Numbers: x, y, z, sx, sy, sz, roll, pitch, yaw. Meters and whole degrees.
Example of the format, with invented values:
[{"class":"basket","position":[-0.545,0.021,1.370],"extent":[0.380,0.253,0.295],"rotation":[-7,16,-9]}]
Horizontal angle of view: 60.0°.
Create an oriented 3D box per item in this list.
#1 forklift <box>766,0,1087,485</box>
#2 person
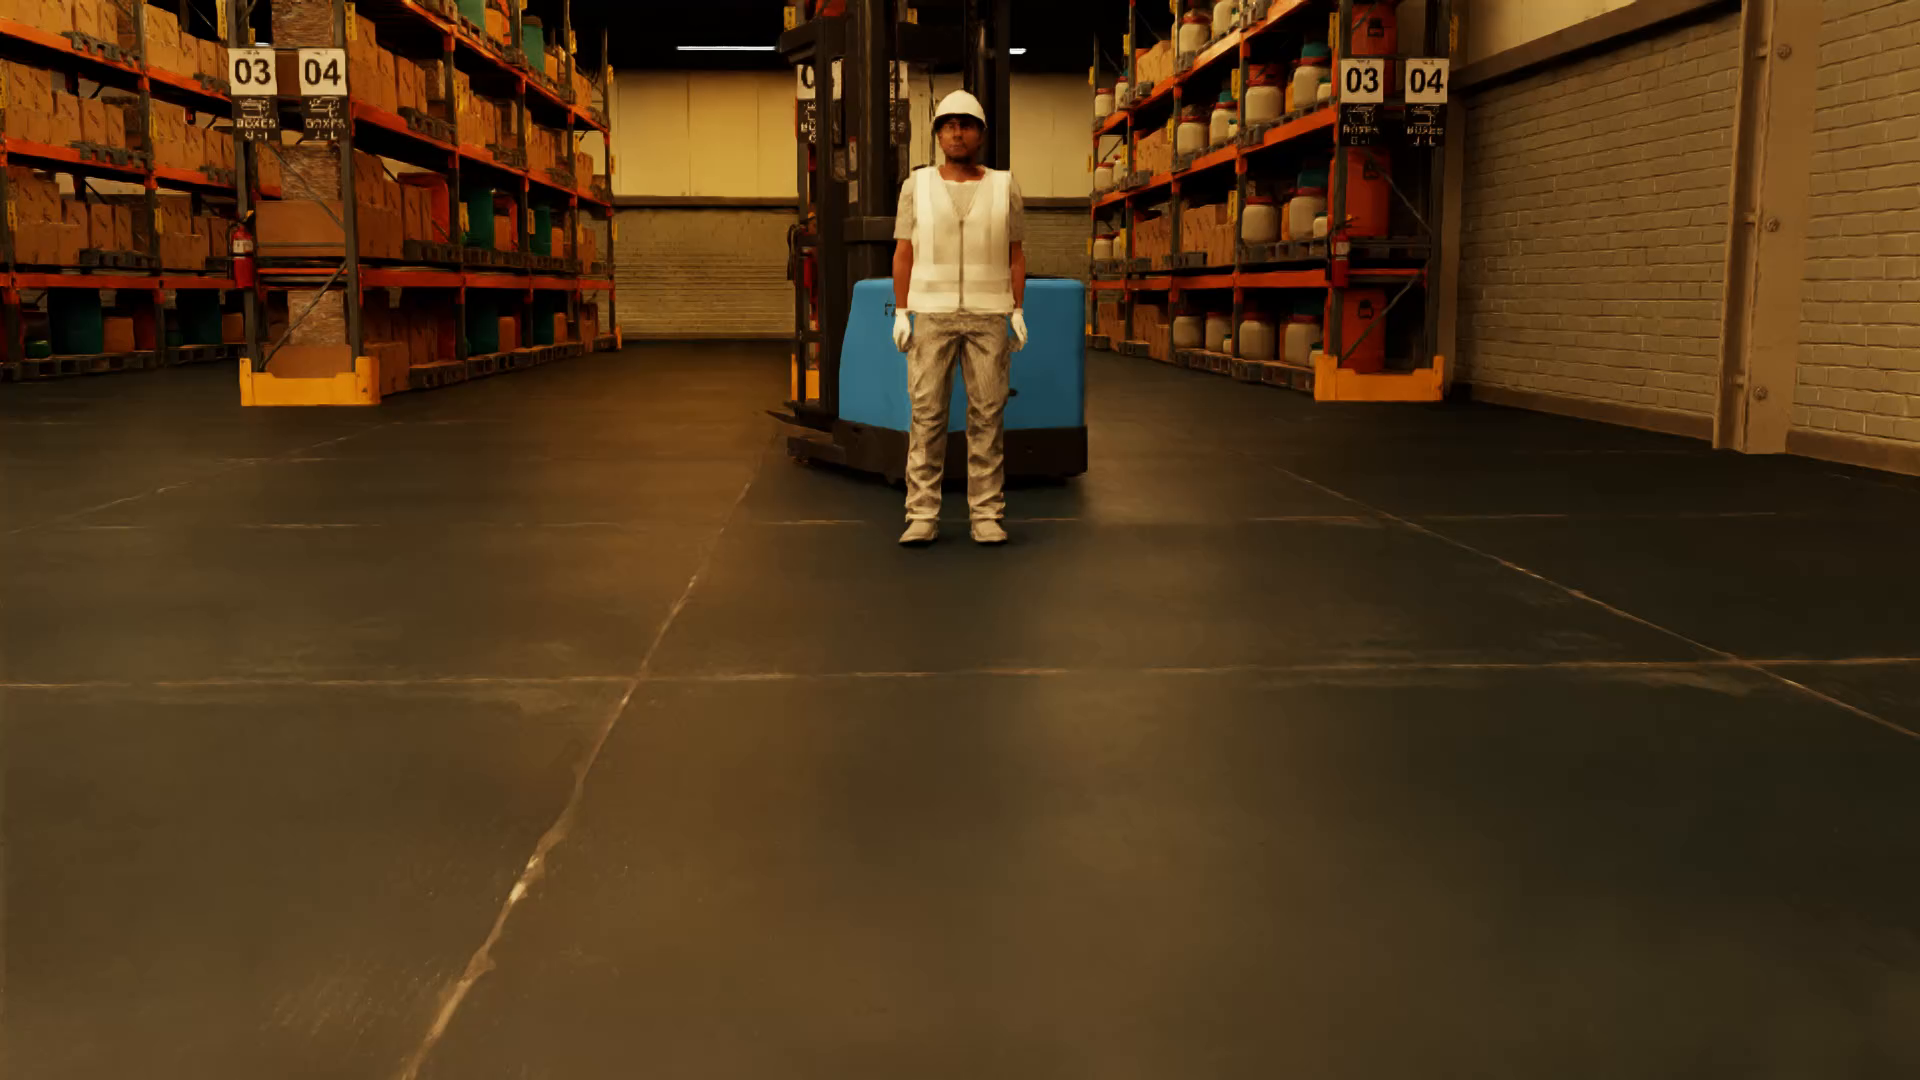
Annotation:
[{"class":"forklift","position":[-0.384,-1.909,9.685],"extent":[1.130,2.935,3.031],"rotation":[-4,9,-23]},{"class":"person","position":[0.002,-0.882,6.666],"extent":[0.546,1.790,0.365],"rotation":[-1,8,-4]}]
